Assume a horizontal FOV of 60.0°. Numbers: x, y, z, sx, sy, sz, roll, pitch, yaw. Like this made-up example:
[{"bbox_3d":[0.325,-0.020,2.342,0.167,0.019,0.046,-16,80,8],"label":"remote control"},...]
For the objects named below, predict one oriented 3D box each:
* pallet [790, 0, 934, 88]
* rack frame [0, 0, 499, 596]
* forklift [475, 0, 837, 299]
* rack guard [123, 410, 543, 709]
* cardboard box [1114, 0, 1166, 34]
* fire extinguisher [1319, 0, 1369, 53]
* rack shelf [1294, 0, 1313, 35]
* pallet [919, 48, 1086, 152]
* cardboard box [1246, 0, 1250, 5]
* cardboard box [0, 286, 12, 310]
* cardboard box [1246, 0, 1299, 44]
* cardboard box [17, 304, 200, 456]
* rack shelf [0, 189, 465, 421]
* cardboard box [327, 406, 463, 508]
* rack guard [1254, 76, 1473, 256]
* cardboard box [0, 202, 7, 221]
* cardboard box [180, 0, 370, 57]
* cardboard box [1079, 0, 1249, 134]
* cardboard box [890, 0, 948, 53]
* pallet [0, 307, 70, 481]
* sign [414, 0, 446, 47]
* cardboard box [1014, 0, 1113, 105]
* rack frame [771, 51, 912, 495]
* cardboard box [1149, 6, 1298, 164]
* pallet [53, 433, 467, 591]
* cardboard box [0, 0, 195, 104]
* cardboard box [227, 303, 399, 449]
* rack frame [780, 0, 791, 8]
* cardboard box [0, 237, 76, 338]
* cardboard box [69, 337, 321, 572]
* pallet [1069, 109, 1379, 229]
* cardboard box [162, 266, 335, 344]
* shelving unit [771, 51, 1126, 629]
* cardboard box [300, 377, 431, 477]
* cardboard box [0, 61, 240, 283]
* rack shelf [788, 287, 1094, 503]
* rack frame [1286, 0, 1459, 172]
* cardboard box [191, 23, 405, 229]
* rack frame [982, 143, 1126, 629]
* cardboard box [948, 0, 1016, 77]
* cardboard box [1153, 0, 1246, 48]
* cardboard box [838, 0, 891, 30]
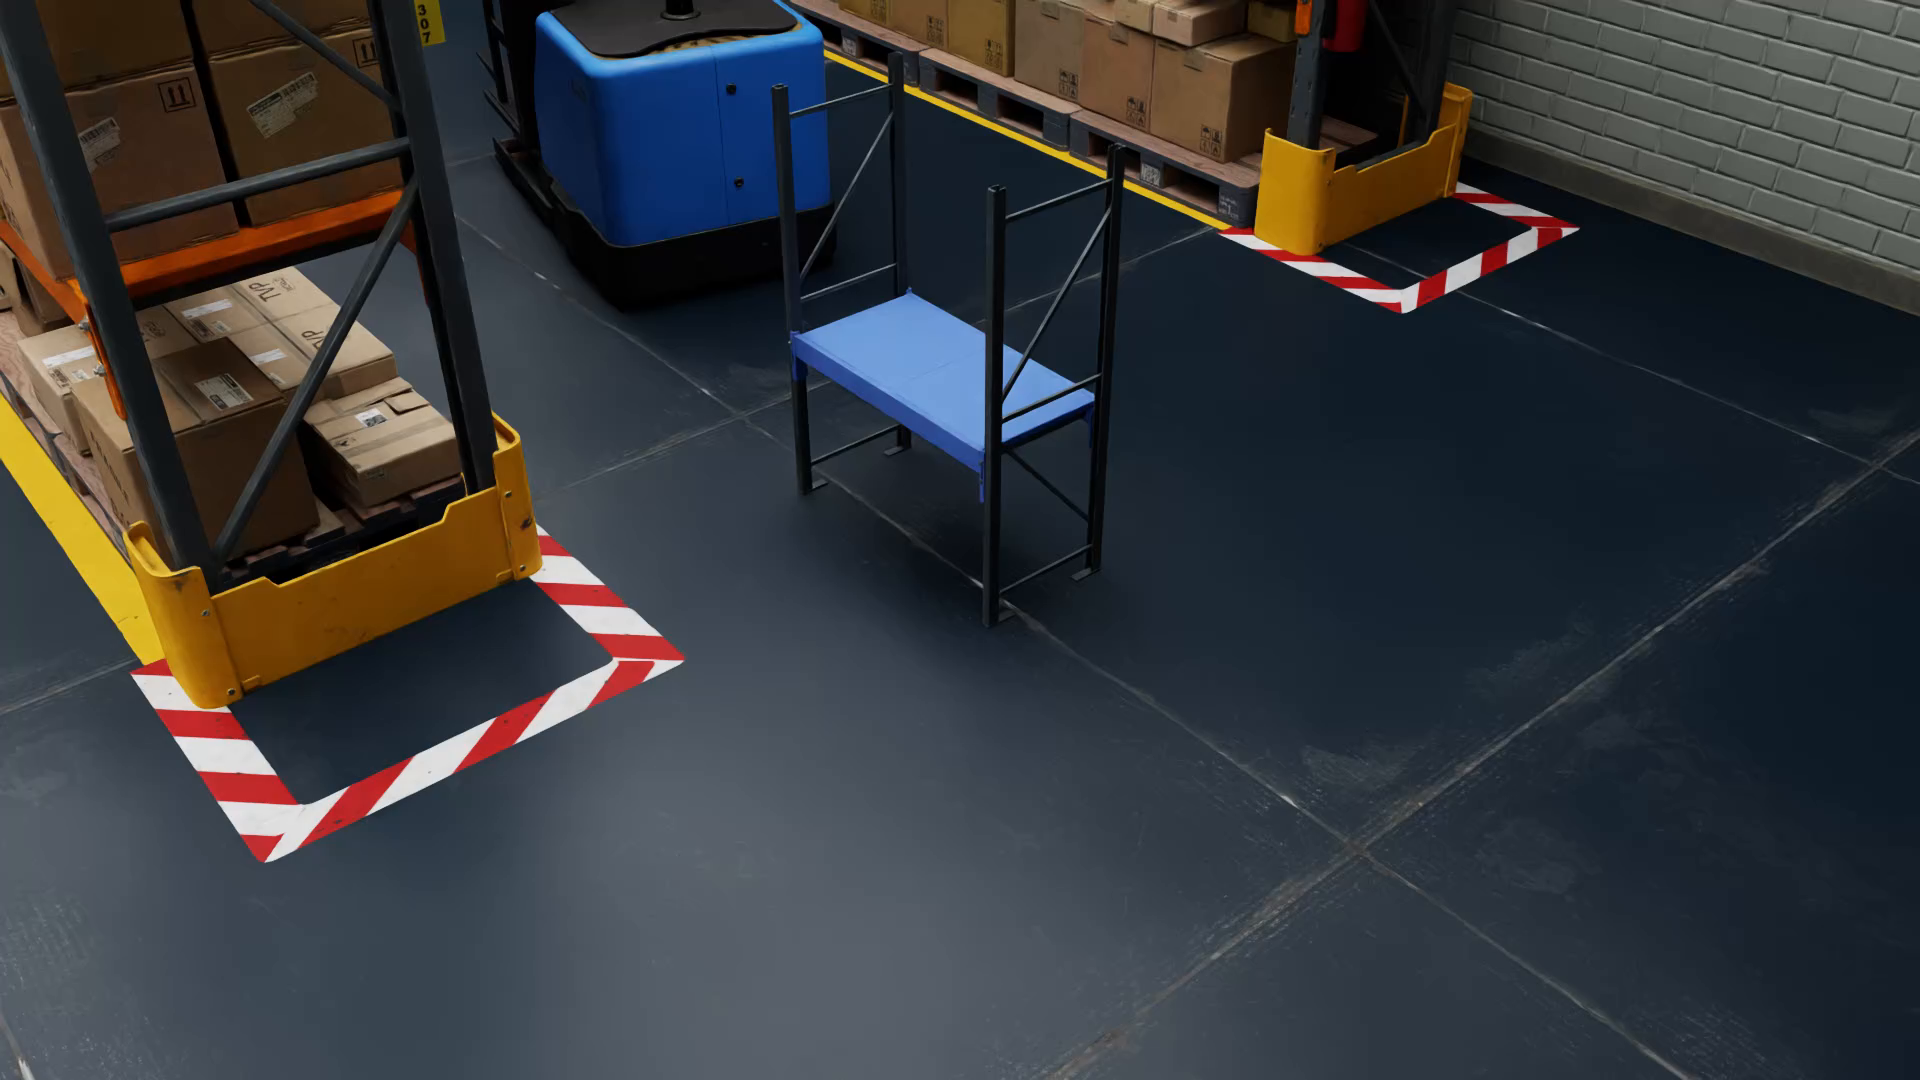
[{"bbox_3d":[-0.263,-3.069,9.901,1.003,0.211,1.213,-26,43,-32],"label":"pallet"},{"bbox_3d":[-1.895,-0.957,4.506,1.000,3.000,0.127,-26,43,-32],"label":"rack frame"},{"bbox_3d":[-1.682,-3.056,7.528,1.130,2.935,3.031,-17,39,-22],"label":"forklift"},{"bbox_3d":[-1.944,0.030,5.275,1.175,0.500,0.348,-26,43,-32],"label":"rack guard"},{"bbox_3d":[0.971,-2.595,8.057,0.380,0.149,0.250,-25,42,-31],"label":"cardboard box"},{"bbox_3d":[1.632,-2.383,6.910,0.296,0.674,0.183,-26,43,-32],"label":"fire extinguisher"},{"bbox_3d":[0.596,-3.395,8.571,1.077,0.370,4.000,-26,43,-32],"label":"rack shelf"},{"bbox_3d":[0.528,-2.530,9.140,1.003,0.211,1.213,-26,43,-32],"label":"pallet"},{"bbox_3d":[1.265,-2.736,8.257,0.380,0.149,0.250,-26,43,-32],"label":"cardboard box"},{"bbox_3d":[-3.805,-1.102,6.781,0.380,0.166,0.250,-26,43,-32],"label":"cardboard box"},{"bbox_3d":[1.592,-2.513,7.941,0.380,0.149,0.250,-26,43,-31],"label":"cardboard box"},{"bbox_3d":[-3.024,-0.593,5.990,0.500,0.250,0.500,-26,43,-32],"label":"cardboard box"},{"bbox_3d":[-3.185,-1.546,5.960,1.077,0.370,4.000,-26,43,-32],"label":"rack shelf"},{"bbox_3d":[-1.903,-0.286,5.644,0.380,0.149,0.250,-26,43,-32],"label":"cardboard box"},{"bbox_3d":[1.902,-1.775,7.824,1.175,0.500,0.348,-26,43,-32],"label":"rack guard"},{"bbox_3d":[-2.729,-1.321,4.934,0.500,0.500,0.500,-26,43,-31],"label":"cardboard box"},{"bbox_3d":[-1.980,-1.700,4.603,0.500,0.500,0.500,-25,42,-30],"label":"cardboard box"},{"bbox_3d":[1.036,-2.450,8.413,0.700,0.500,0.500,-26,43,-32],"label":"cardboard box"},{"bbox_3d":[0.032,-3.132,9.376,0.700,0.500,0.500,-26,43,-32],"label":"cardboard box"},{"bbox_3d":[-3.242,-0.742,6.616,1.003,0.211,1.213,-26,43,-32],"label":"pallet"},{"bbox_3d":[-1.480,-1.512,4.541,0.100,0.325,0.005,-26,43,-32],"label":"sign"},{"bbox_3d":[0.711,-2.672,8.726,0.700,0.500,0.500,-28,44,-33],"label":"cardboard box"},{"bbox_3d":[-0.383,-0.874,5.687,0.500,1.500,0.032,-26,43,-32],"label":"rack frame"},{"bbox_3d":[1.359,-2.229,8.101,0.700,0.500,0.500,-26,43,-32],"label":"cardboard box"},{"bbox_3d":[-2.459,-0.204,5.855,1.003,0.211,1.213,-26,43,-32],"label":"pallet"},{"bbox_3d":[-2.392,-1.499,4.320,0.500,0.500,0.500,-26,43,-32],"label":"cardboard box"},{"bbox_3d":[-2.352,-0.581,5.973,0.500,0.250,0.500,-26,43,-32],"label":"cardboard box"},{"bbox_3d":[-0.694,-4.572,9.610,1.000,3.000,0.127,-26,43,-32],"label":"rack frame"},{"bbox_3d":[-3.260,-1.056,6.425,0.797,0.503,0.637,-26,43,-32],"label":"cardboard box"},{"bbox_3d":[-2.434,-0.264,5.310,0.500,0.500,0.500,-26,43,-32],"label":"cardboard box"},{"bbox_3d":[1.311,-1.992,8.380,1.003,0.211,1.213,-26,43,-32],"label":"pallet"},{"bbox_3d":[-2.674,-0.802,6.285,0.500,0.250,0.500,-26,43,-32],"label":"cardboard box"},{"bbox_3d":[-0.055,-0.650,5.370,0.538,1.500,1.048,-26,43,-32],"label":"shelving unit"},{"bbox_3d":[-2.064,-0.403,5.795,0.380,0.166,0.250,-26,43,-32],"label":"cardboard box"},{"bbox_3d":[-2.392,-1.094,4.612,0.500,0.500,0.500,-25,42,-30],"label":"cardboard box"},{"bbox_3d":[-0.055,-0.503,5.474,0.538,0.185,1.000,-26,43,-32],"label":"rack shelf"},{"bbox_3d":[1.887,-2.806,7.117,1.000,3.000,0.127,-26,43,-32],"label":"rack frame"},{"bbox_3d":[-1.980,-1.292,4.892,0.500,0.500,0.500,-25,42,-31],"label":"cardboard box"},{"bbox_3d":[0.273,-0.425,5.053,0.500,1.500,0.032,-26,43,-32],"label":"rack frame"},{"bbox_3d":[0.361,-2.904,9.055,0.700,0.500,0.500,-25,42,-31],"label":"cardboard box"},{"bbox_3d":[1.137,-2.482,7.898,0.380,0.149,0.250,-27,43,-32],"label":"cardboard box"},{"bbox_3d":[-0.290,-3.355,9.691,0.700,0.500,0.500,-25,43,-31],"label":"cardboard box"}]
